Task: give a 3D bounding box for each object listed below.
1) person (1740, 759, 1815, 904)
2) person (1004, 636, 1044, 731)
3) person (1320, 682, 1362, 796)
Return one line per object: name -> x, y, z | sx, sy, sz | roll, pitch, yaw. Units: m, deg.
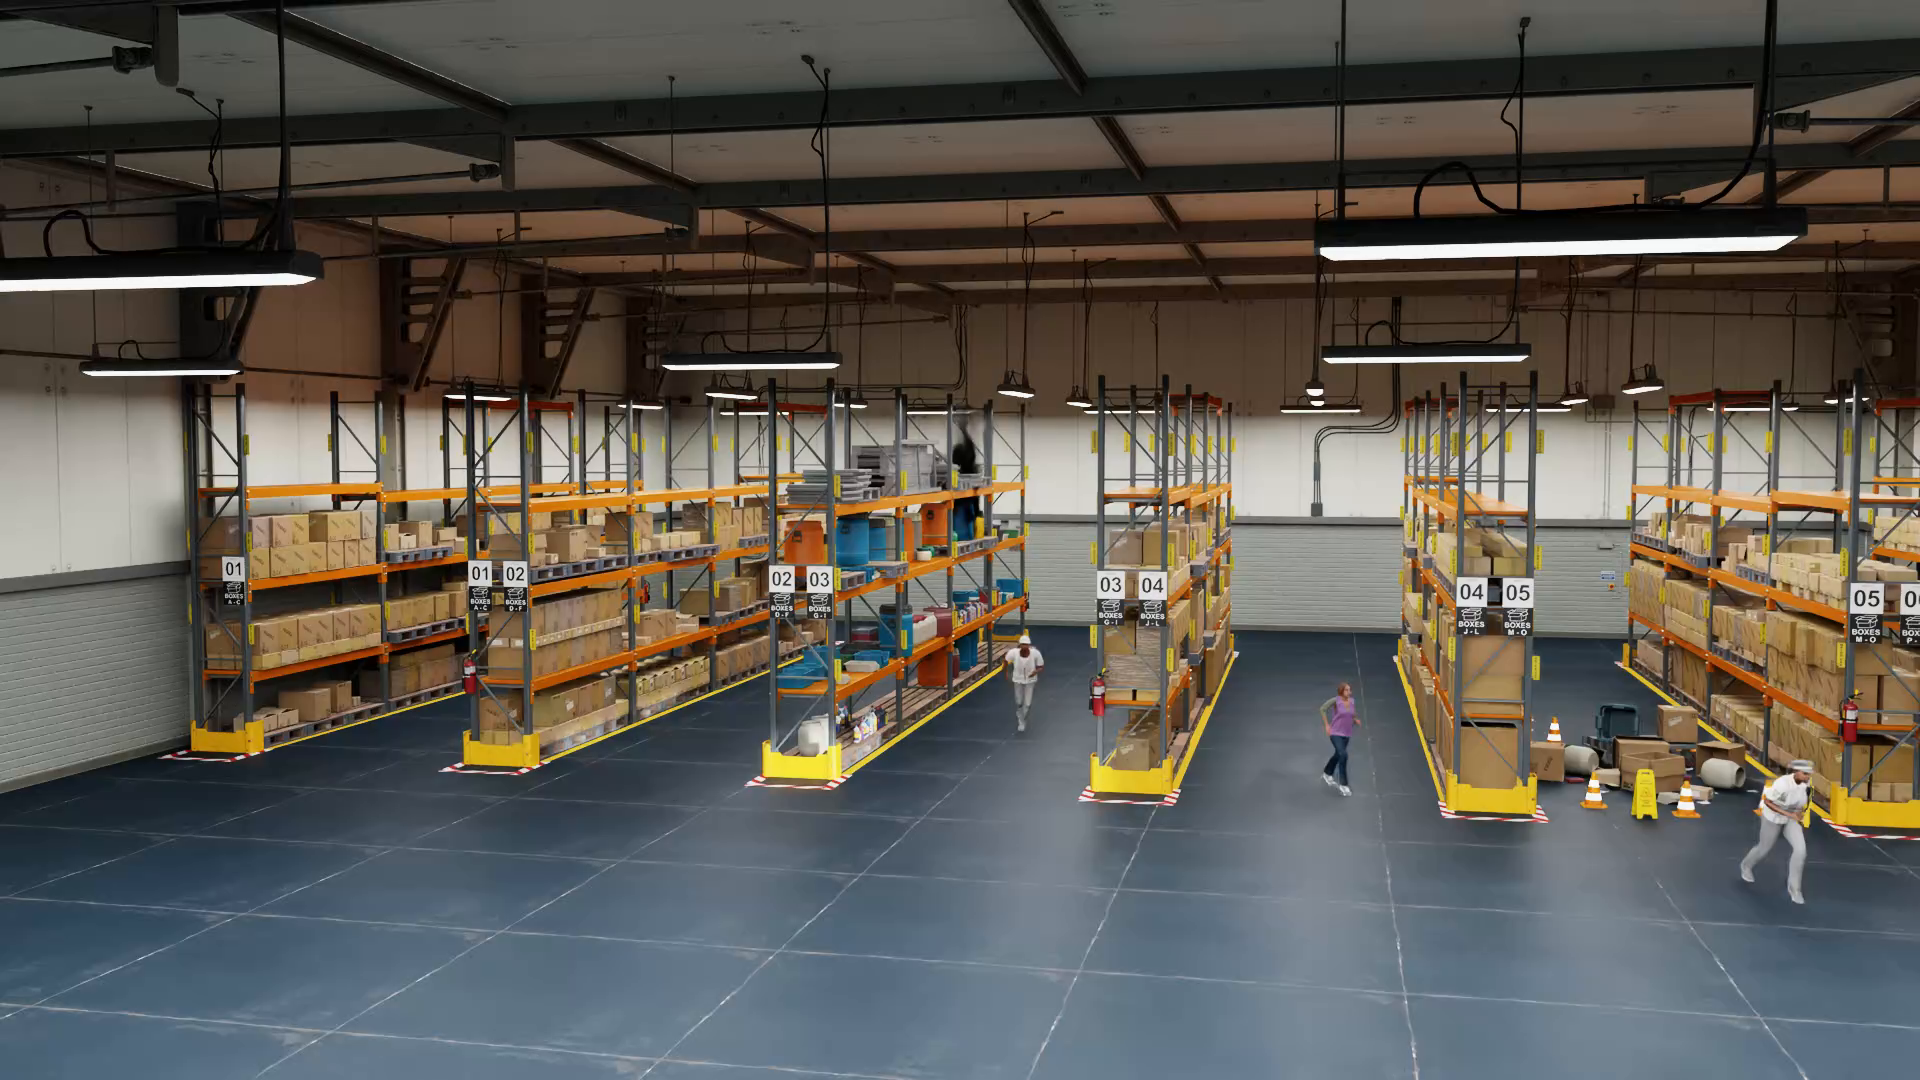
person -> 9.114, 3.181, 18.546 | 0.618, 1.621, 0.984 | -1, 3, -17
person -> 1.119, 2.505, 29.155 | 0.689, 1.685, 0.735 | 0, 3, -3
person -> 5.482, 2.843, 24.000 | 0.476, 1.633, 0.835 | -2, 4, -26
